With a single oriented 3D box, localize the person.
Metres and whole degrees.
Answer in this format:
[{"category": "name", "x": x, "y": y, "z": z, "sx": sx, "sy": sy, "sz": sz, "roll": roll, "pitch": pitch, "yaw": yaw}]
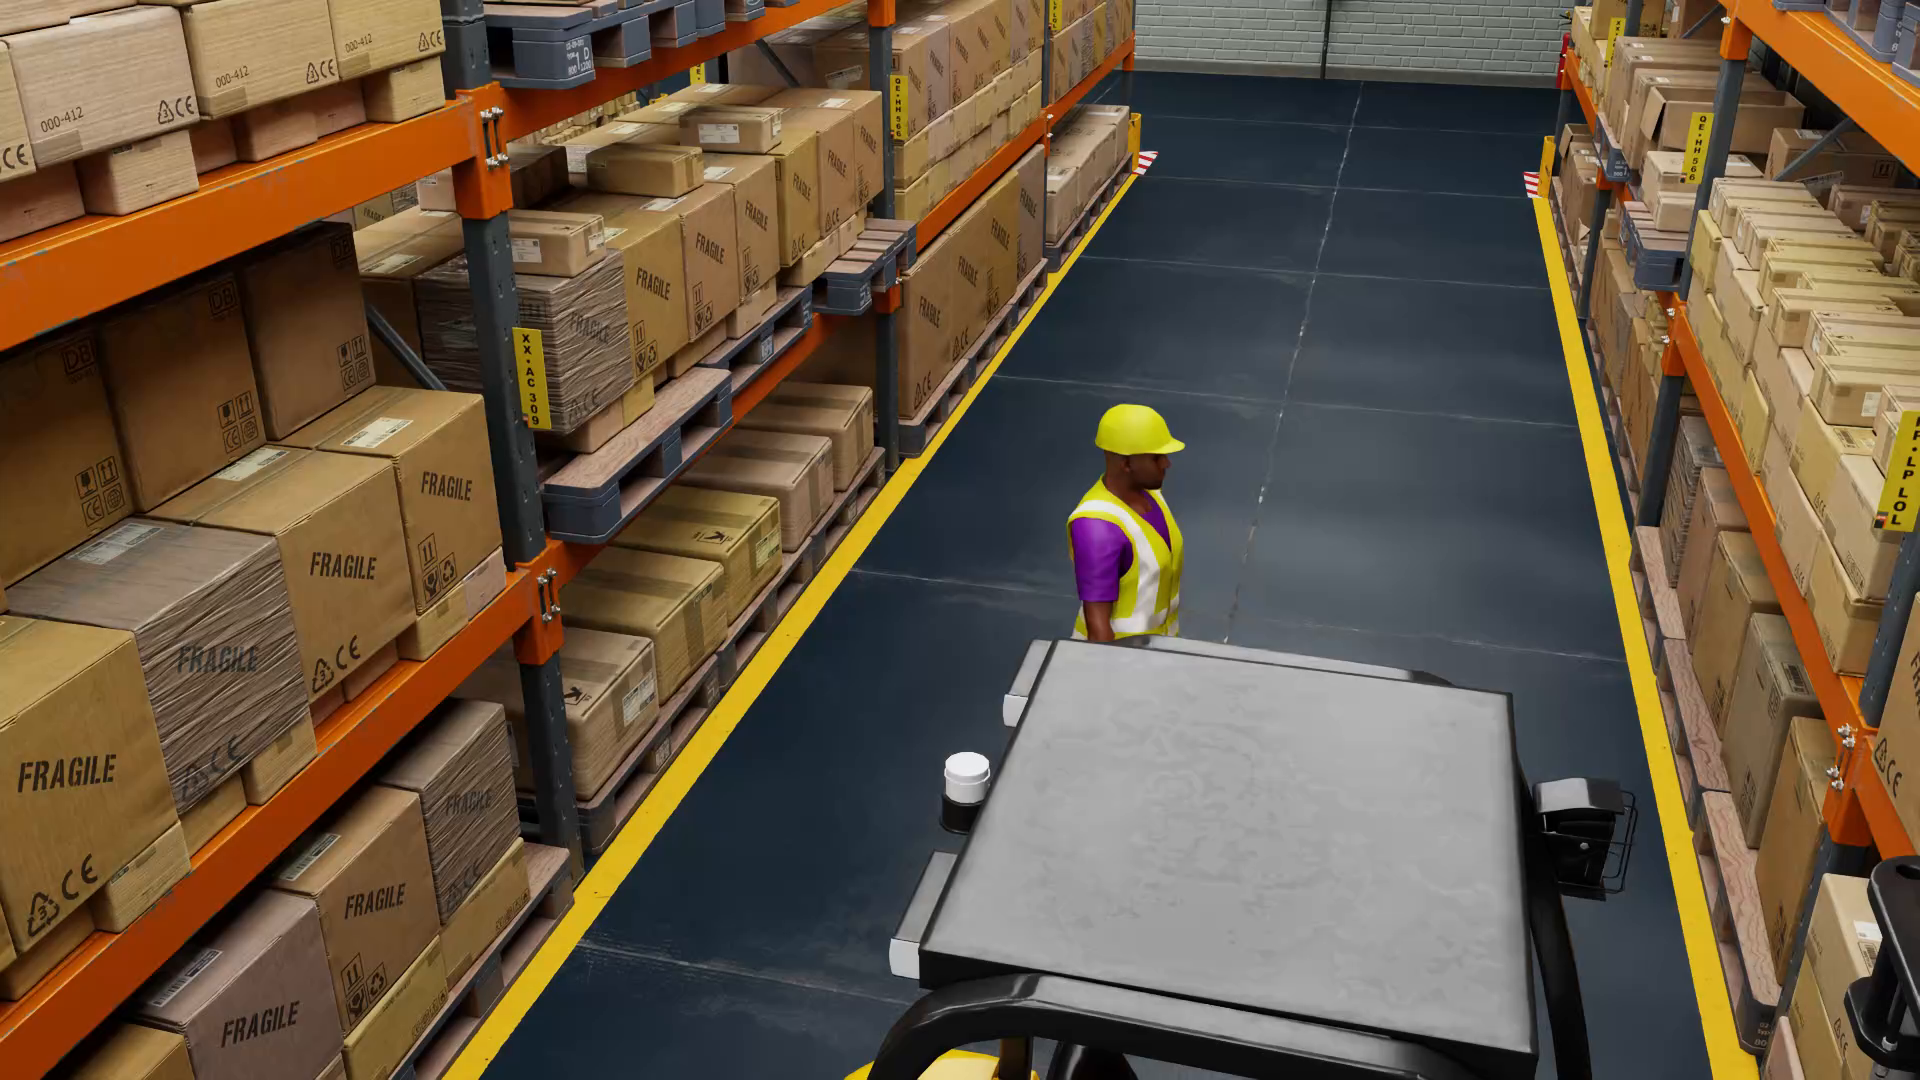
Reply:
[{"category": "person", "x": 0.602, "y": 0.389, "z": 5.743, "sx": 0.451, "sy": 1.773, "sz": 0.620, "roll": 13, "pitch": 28, "yaw": 26}]
